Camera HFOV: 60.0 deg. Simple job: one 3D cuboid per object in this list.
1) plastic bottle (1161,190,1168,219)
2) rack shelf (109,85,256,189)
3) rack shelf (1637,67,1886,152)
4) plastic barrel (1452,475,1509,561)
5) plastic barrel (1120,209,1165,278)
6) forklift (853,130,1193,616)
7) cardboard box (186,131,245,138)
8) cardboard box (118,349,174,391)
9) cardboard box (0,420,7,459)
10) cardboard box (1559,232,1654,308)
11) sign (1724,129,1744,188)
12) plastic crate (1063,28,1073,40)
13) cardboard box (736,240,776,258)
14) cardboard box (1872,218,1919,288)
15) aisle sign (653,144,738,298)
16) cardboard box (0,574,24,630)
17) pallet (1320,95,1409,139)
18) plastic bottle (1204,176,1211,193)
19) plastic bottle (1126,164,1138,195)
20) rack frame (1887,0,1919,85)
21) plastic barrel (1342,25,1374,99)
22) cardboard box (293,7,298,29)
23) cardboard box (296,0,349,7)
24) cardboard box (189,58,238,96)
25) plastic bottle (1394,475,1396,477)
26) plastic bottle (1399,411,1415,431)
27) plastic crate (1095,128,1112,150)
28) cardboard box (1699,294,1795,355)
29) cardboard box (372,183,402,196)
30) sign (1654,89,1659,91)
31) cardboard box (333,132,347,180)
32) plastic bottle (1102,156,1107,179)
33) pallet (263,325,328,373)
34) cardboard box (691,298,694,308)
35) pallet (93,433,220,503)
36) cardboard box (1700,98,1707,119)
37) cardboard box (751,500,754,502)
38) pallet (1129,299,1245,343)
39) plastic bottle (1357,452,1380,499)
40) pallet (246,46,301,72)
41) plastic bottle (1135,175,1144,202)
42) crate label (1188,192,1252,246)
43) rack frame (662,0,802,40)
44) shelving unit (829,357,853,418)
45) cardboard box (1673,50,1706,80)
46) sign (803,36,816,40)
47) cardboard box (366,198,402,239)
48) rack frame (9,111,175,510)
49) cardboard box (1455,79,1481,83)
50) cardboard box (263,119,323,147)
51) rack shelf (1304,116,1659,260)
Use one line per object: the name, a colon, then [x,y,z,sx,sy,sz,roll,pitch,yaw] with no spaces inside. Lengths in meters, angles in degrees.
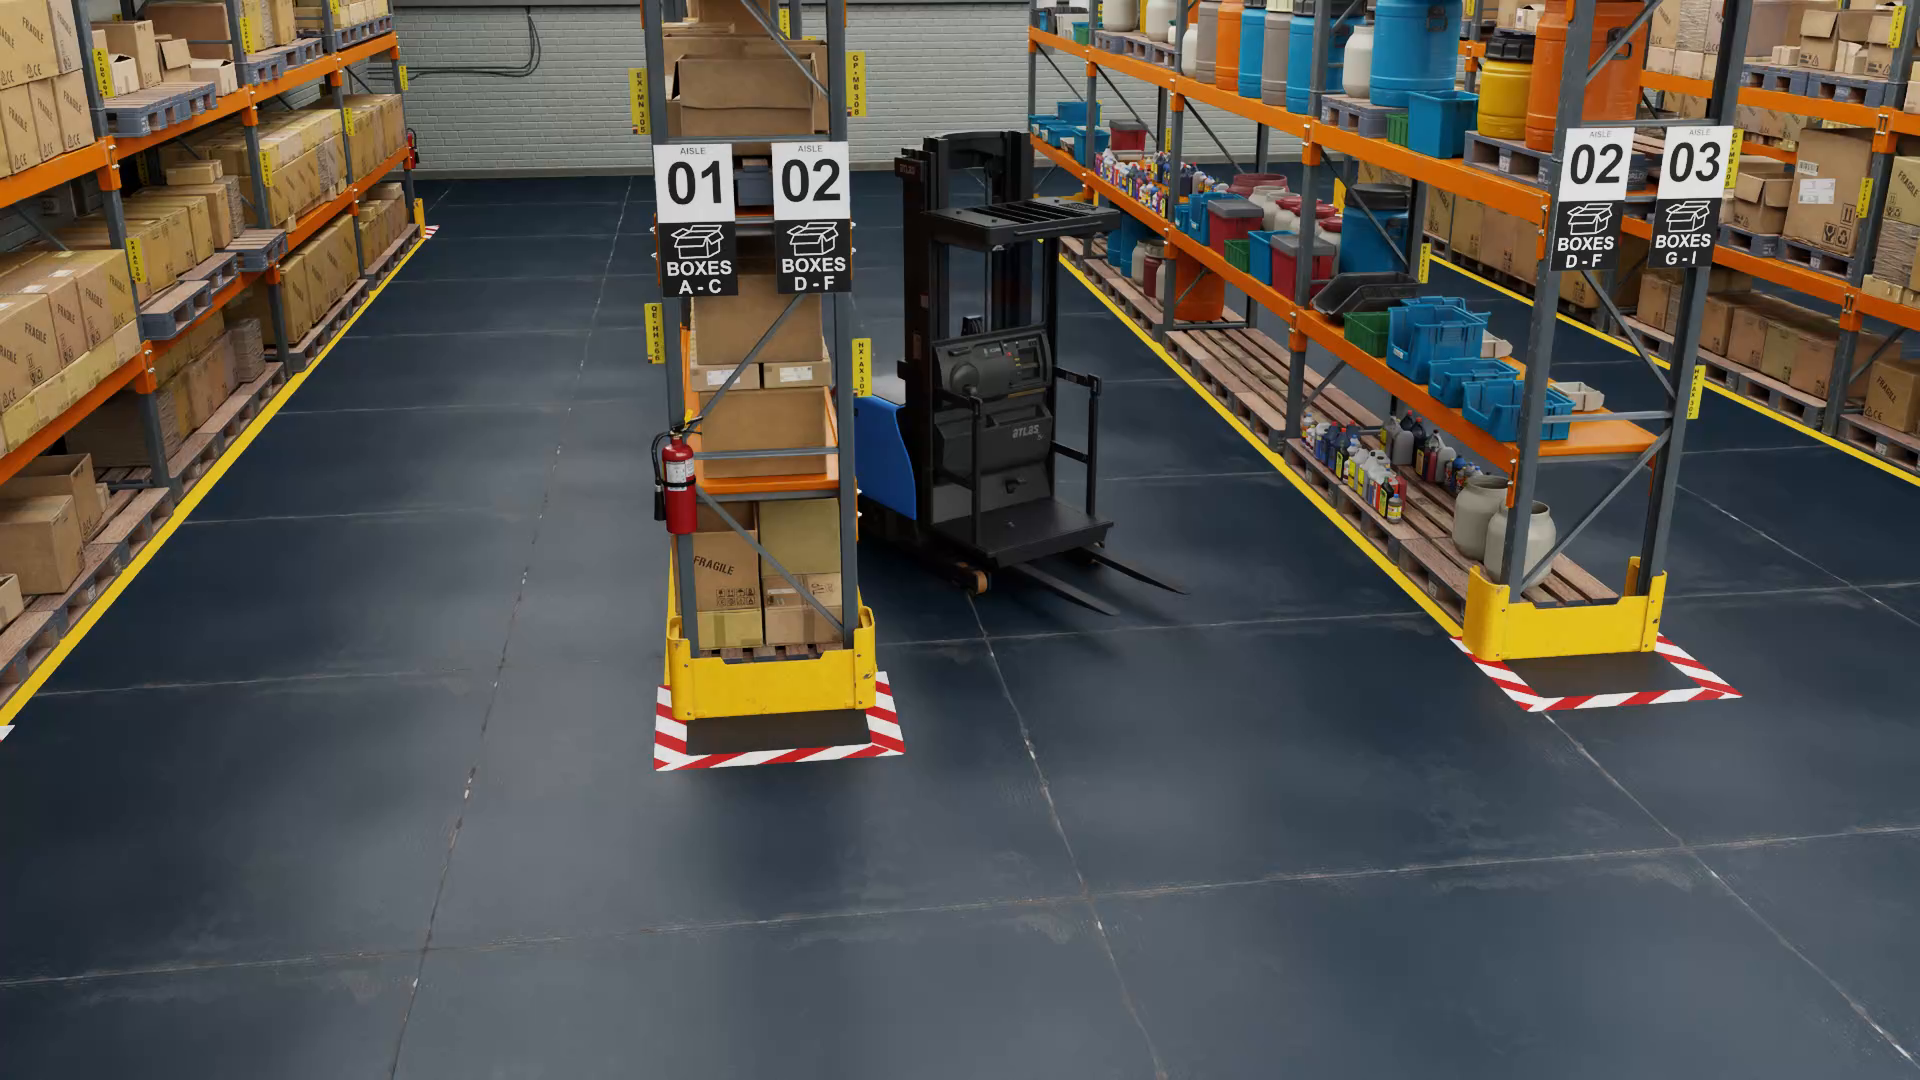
plastic bottle: [2.182,-3.555,17.615,0.061,0.283,0.133,-3,21,-8]
rack shelf: [-6.853,-3.367,13.686,1.077,0.370,4.000,-3,21,-8]
rack shelf: [7.852,-4.117,15.693,1.077,0.370,4.000,-3,21,-8]
plastic barrel: [3.573,-0.150,11.287,0.421,0.512,0.421,0,20,0]
plastic barrel: [2.249,-3.656,20.116,0.600,0.901,0.708,-3,21,-8]
forklift: [0.358,-1.195,11.226,1.130,2.935,3.031,-14,25,-33]
cardboard box: [-7.605,-4.040,17.077,0.500,0.250,0.500,-3,21,-9]
cardboard box: [-6.754,-1.399,13.548,0.500,0.250,0.500,-3,21,-9]
cardboard box: [-5.833,-0.525,9.520,0.500,0.250,0.500,-4,21,-9]
cardboard box: [7.484,-3.183,18.887,1.225,0.875,0.875,-4,21,-10]
sign: [4.360,-2.157,9.405,0.100,0.325,0.005,-3,21,-8]
plastic crate: [1.526,-6.579,21.634,0.293,0.136,0.466,-3,21,-8]
cardboard box: [-1.230,-1.490,9.921,0.700,0.500,0.500,-3,21,-9]
cardboard box: [8.144,-2.383,13.743,0.875,0.500,0.500,-3,21,-8]
aisle sign: [-1.368,-1.653,8.640,0.394,0.787,0.004,-3,21,-8]
cardboard box: [-6.081,0.390,10.098,0.500,0.311,0.500,-1,21,-3]
pallet: [3.439,-3.178,12.421,1.213,0.211,1.003,-3,21,-8]
plastic bottle: [2.797,-3.959,18.712,0.097,0.271,0.097,0,20,0]
plastic bottle: [1.989,-4.150,19.111,0.144,0.351,0.185,-3,21,-8]
rack frame: [8.140,-5.167,13.188,1.000,3.000,0.127,-3,21,-8]
plastic barrel: [3.106,-3.602,12.525,0.421,0.512,0.421,0,20,0]
cardboard box: [-8.049,-6.180,19.660,0.500,0.250,0.500,-3,21,-7]
cardboard box: [-7.543,-6.567,19.625,0.500,0.500,0.500,-3,21,-8]
cardboard box: [-6.770,-4.129,14.795,0.500,0.311,0.500,-3,21,-8]
plastic bottle: [3.208,-0.380,12.317,0.097,0.201,0.097,0,20,0]
plastic bottle: [3.617,-0.863,13.397,0.144,0.351,0.185,-3,21,-9]
plastic crate: [2.048,-5.387,22.436,0.437,0.282,0.530,-3,21,-8]
cardboard box: [7.861,-2.158,16.651,0.700,0.500,0.500,-1,21,-3]
cardboard box: [-7.896,-4.819,22.876,0.380,0.149,0.250,-3,21,-8]
sign: [10.796,-7.104,25.713,0.100,0.325,0.005,-3,21,-8]
cardboard box: [-7.402,-4.425,19.180,0.500,0.500,0.500,-3,21,-9]
plastic bottle: [1.784,-4.549,20.291,0.097,0.271,0.097,0,20,0]
pallet: [-7.181,-1.962,17.168,1.003,0.211,1.213,-3,21,-8]
cardboard box: [-1.556,-1.483,10.830,0.380,0.149,0.250,-3,21,-8]
pallet: [-6.679,-0.570,13.440,1.003,0.211,1.213,-3,21,-8]
cardboard box: [11.285,-6.389,24.466,0.500,0.500,0.500,-3,21,-7]
cardboard box: [-1.318,-0.443,12.446,0.500,0.250,0.500,-3,21,-8]
pallet: [2.507,-2.456,18.490,1.003,0.211,1.213,-3,21,-8]
plastic bottle: [3.060,-0.494,12.410,0.144,0.351,0.185,-2,21,-6]
pallet: [-7.451,-4.916,17.073,1.003,0.211,1.213,-2,21,-5]
plastic bottle: [2.017,-3.951,18.674,0.061,0.283,0.133,-3,21,-8]
crate label: [2.538,-3.150,16.313,0.502,0.435,0.616,-3,21,-8]
rack frame: [-1.663,-4.668,11.854,1.000,3.000,0.127,-3,21,-8]
shelving unit: [-0.783,-0.894,13.145,0.258,1.200,0.189,-13,-18,-32]
cardboard box: [7.453,-4.723,16.501,0.500,0.250,0.500,-2,21,-6]
sign: [-1.114,-3.571,12.351,0.100,0.325,0.005,-3,21,-8]
cardboard box: [-8.023,-4.377,22.620,0.700,0.500,0.500,-3,21,-8]
rack frame: [-6.565,-1.607,12.231,1.000,3.000,0.127,-3,21,-8]
cardboard box: [7.028,-6.076,22.915,0.500,0.500,0.500,-4,21,-9]
cardboard box: [-7.260,-4.421,18.096,0.500,0.250,0.500,-3,21,-7]
rack shelf: [3.527,-2.482,11.316,1.077,0.370,4.000,-3,21,-8]
